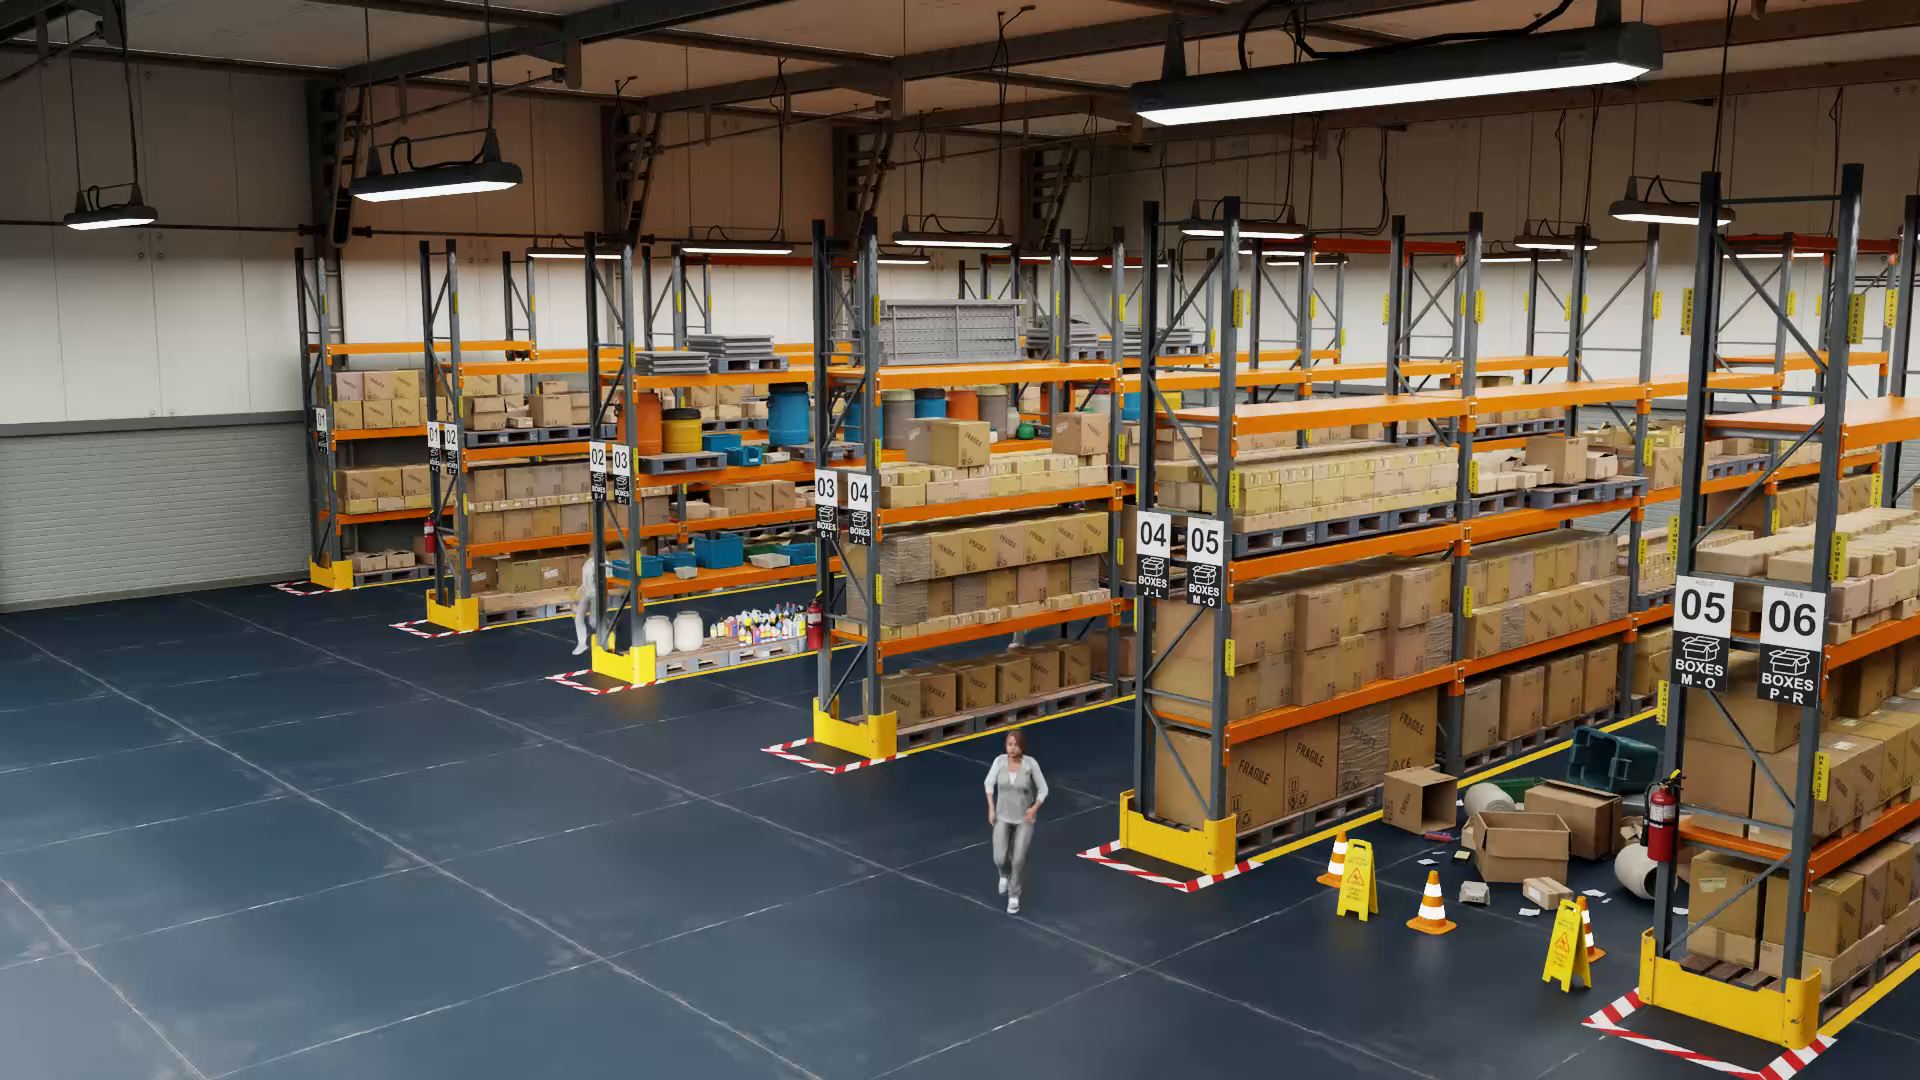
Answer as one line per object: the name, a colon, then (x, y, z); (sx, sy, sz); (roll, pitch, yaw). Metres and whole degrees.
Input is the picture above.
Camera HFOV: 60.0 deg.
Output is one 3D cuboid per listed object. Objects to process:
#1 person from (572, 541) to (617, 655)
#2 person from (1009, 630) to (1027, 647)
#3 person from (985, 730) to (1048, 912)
person: (-5.292, 0.827, 24.228); (0.657, 1.687, 0.747); (6, 10, 37)
person: (0.845, 0.696, 23.059); (0.564, 1.628, 0.569); (7, 11, 41)
person: (0.463, 2.365, 13.983); (0.551, 1.569, 0.496); (1, 8, 8)
